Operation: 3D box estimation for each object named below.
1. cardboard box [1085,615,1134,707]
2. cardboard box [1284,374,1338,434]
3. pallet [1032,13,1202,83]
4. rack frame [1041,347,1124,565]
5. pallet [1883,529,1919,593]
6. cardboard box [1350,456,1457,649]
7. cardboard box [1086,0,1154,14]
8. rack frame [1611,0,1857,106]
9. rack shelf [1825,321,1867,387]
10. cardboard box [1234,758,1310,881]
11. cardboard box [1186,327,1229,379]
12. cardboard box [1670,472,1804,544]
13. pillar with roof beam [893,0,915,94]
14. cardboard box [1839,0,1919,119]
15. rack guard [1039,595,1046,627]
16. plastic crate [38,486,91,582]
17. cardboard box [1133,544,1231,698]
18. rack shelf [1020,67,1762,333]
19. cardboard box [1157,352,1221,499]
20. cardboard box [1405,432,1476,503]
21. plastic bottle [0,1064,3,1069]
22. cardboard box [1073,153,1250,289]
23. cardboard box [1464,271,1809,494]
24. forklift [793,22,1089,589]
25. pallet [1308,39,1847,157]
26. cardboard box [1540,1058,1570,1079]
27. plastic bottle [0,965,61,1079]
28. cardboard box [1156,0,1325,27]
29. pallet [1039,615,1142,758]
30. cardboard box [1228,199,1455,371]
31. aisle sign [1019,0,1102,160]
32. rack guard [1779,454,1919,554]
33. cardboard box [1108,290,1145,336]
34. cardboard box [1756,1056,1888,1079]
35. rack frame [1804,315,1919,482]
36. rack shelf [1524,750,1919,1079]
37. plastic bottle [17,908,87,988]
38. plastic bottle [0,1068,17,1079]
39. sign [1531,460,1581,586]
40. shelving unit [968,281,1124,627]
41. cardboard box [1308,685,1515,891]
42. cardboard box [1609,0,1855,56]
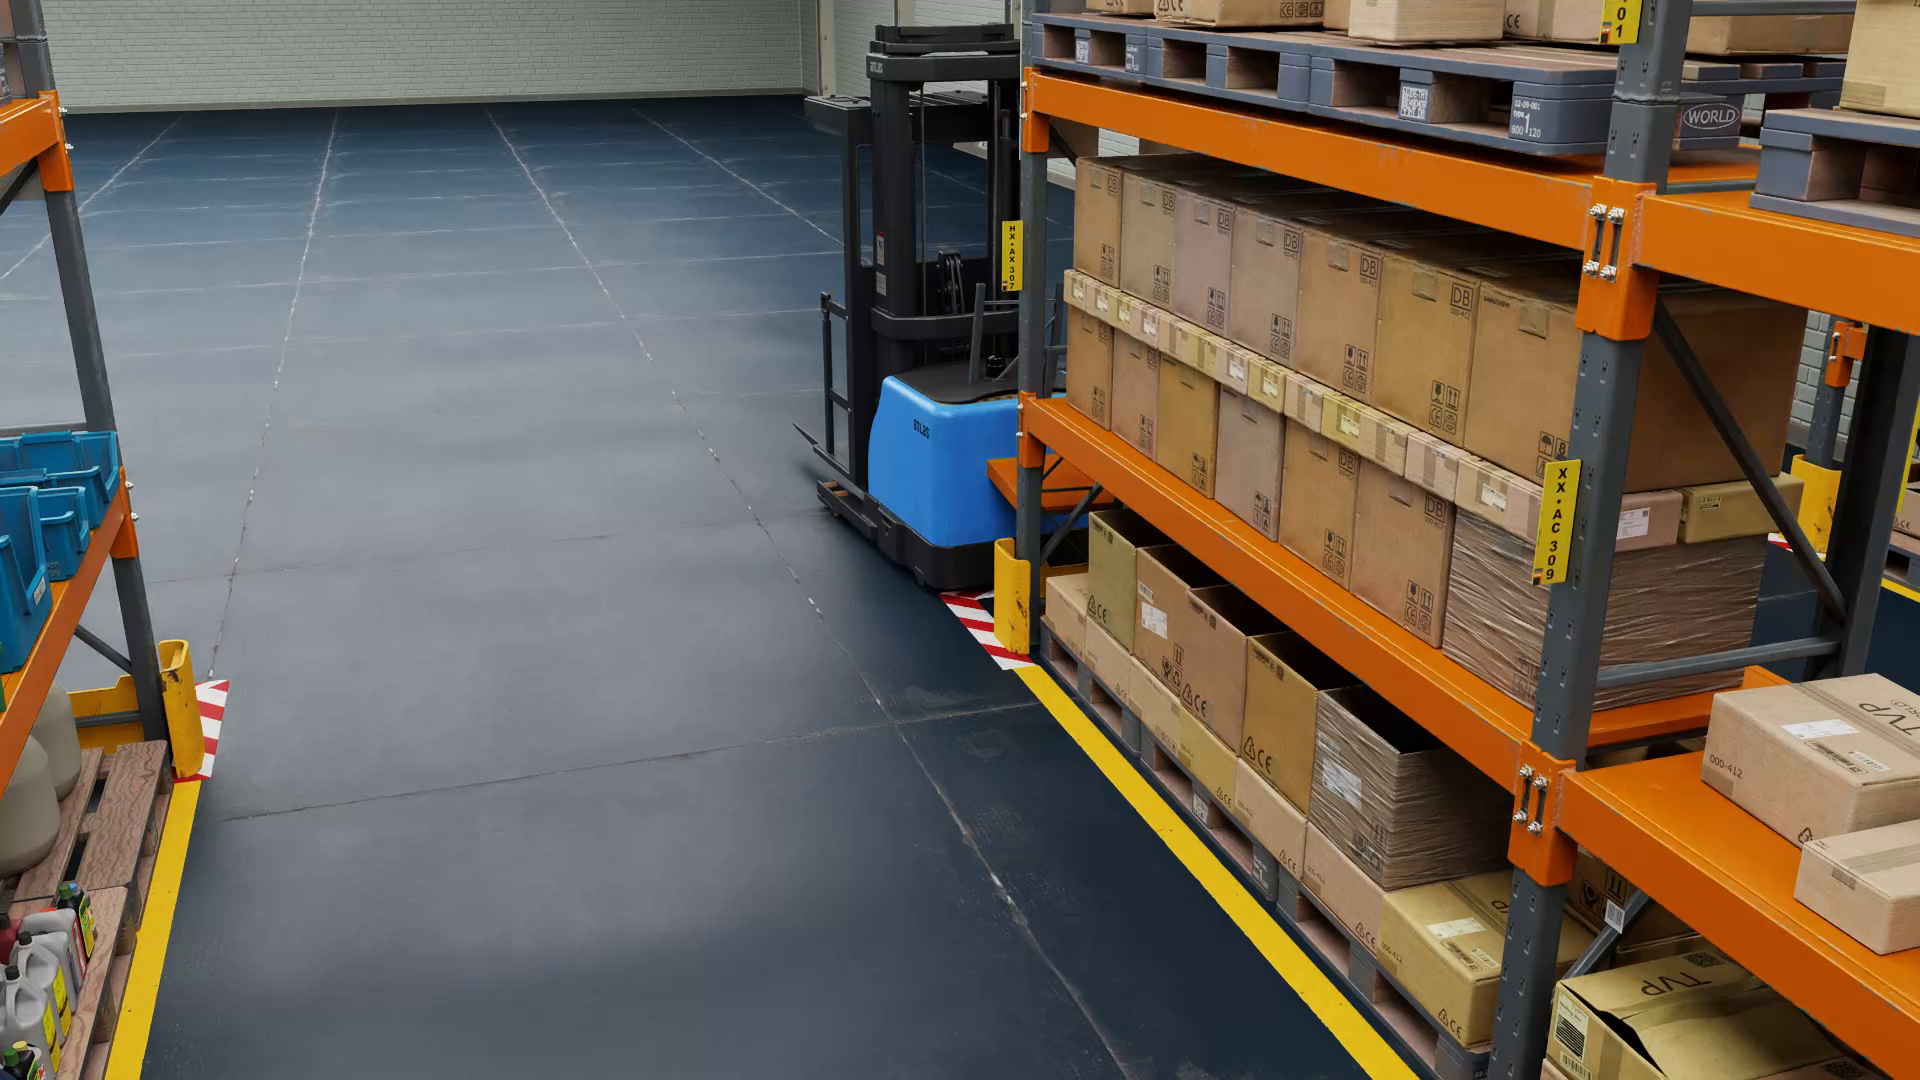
[{"bbox_3d":[0.892,0.511,7.501,0.500,0.250,0.500,-6,21,-17],"label":"cardboard box"},{"bbox_3d":[1.345,-0.482,5.712,0.380,0.149,0.250,-6,21,-16],"label":"cardboard box"},{"bbox_3d":[0.972,-2.081,6.967,1.003,0.211,1.213,-6,21,-17],"label":"pallet"},{"bbox_3d":[0.594,-0.253,8.307,0.500,1.500,0.032,-4,27,-19],"label":"rack frame"},{"bbox_3d":[5.721,0.133,9.234,1.003,0.211,1.213,-6,21,-17],"label":"pallet"},{"bbox_3d":[1.714,-0.014,5.371,0.700,0.500,0.500,-7,21,-18],"label":"cardboard box"},{"bbox_3d":[0.951,-2.480,6.964,0.797,0.503,0.637,-5,20,-13],"label":"cardboard box"},{"bbox_3d":[2.031,-2.480,3.510,1.000,3.000,0.127,-6,21,-17],"label":"rack frame"},{"bbox_3d":[6.104,-0.488,7.902,1.077,0.370,4.000,-6,21,-17],"label":"rack shelf"},{"bbox_3d":[1.359,0.993,6.160,0.500,0.250,0.500,-6,21,-17],"label":"cardboard box"},{"bbox_3d":[1.100,-0.731,6.407,0.380,0.149,0.250,-7,21,-18],"label":"cardboard box"},{"bbox_3d":[2.131,-0.116,4.695,0.380,0.149,0.250,-6,21,-17],"label":"cardboard box"},{"bbox_3d":[-5.113,-11.403,28.352,9.100,9.000,0.400,-6,21,-17],"label":"pillar with roof beam"},{"bbox_3d":[2.216,-0.997,3.418,0.500,0.250,0.500,-4,20,-12],"label":"cardboard box"},{"bbox_3d":[0.546,0.308,8.577,0.587,0.250,0.087,-4,27,-19],"label":"rack guard"},{"bbox_3d":[-3.289,-0.008,5.721,0.499,0.251,0.408,-6,21,-17],"label":"plastic crate"},{"bbox_3d":[1.060,0.318,6.931,0.500,0.500,0.500,-6,21,-17],"label":"cardboard box"},{"bbox_3d":[1.403,-1.372,5.926,1.077,0.370,4.000,-6,21,-17],"label":"rack shelf"},{"bbox_3d":[1.229,-0.509,6.747,0.700,0.500,0.500,-6,21,-17],"label":"cardboard box"},{"bbox_3d":[1.582,-0.237,5.032,0.380,0.149,0.250,-7,21,-19],"label":"cardboard box"},{"bbox_3d":[-2.673,1.538,4.582,0.097,0.271,0.097,0,20,0],"label":"plastic bottle"},{"bbox_3d":[0.925,-1.430,7.394,0.700,0.500,0.500,-6,21,-17],"label":"cardboard box"},{"bbox_3d":[1.886,-0.456,4.683,0.700,0.500,0.500,-6,21,-17],"label":"cardboard box"},{"bbox_3d":[-0.250,-1.573,9.960,1.130,2.935,3.031,-8,21,-22],"label":"forklift"},{"bbox_3d":[1.739,-1.298,4.787,1.003,0.211,1.213,-6,21,-17],"label":"pallet"},{"bbox_3d":[1.923,1.595,4.485,0.500,0.250,0.500,-7,21,-19],"label":"cardboard box"},{"bbox_3d":[-2.725,1.408,4.828,0.144,0.351,0.185,-7,21,-18],"label":"plastic bottle"},{"bbox_3d":[1.037,-2.101,5.915,0.500,0.500,0.500,-6,21,-17],"label":"cardboard box"},{"bbox_3d":[1.054,0.613,7.899,1.003,0.211,1.213,-6,21,-17],"label":"pallet"},{"bbox_3d":[1.413,-0.940,6.028,0.700,0.500,0.500,-6,21,-17],"label":"cardboard box"},{"bbox_3d":[0.463,-2.153,7.627,0.394,0.787,0.004,-6,21,-17],"label":"aisle sign"},{"bbox_3d":[5.499,-0.267,9.922,1.175,0.500,0.348,-6,21,-17],"label":"rack guard"},{"bbox_3d":[0.856,-0.980,7.099,0.380,0.149,0.250,-6,21,-17],"label":"cardboard box"},{"bbox_3d":[2.077,1.496,3.932,0.500,0.311,0.500,-7,21,-18],"label":"cardboard box"},{"bbox_3d":[5.476,-1.468,9.567,1.000,3.000,0.127,-6,21,-17],"label":"rack frame"},{"bbox_3d":[2.660,1.323,2.859,1.077,0.370,4.000,-6,21,-17],"label":"rack shelf"},{"bbox_3d":[-2.883,1.286,5.278,0.152,0.276,0.135,-6,21,-17],"label":"plastic bottle"},{"bbox_3d":[-2.591,1.544,4.449,0.144,0.351,0.185,-7,21,-19],"label":"plastic bottle"},{"bbox_3d":[1.505,-0.042,4.199,0.100,0.325,0.005,-6,21,-17],"label":"sign"},{"bbox_3d":[0.435,-0.468,8.729,0.587,1.500,1.083,-4,27,-19],"label":"shelving unit"},{"bbox_3d":[1.532,0.799,5.591,0.500,0.500,0.500,-6,21,-17],"label":"cardboard box"},{"bbox_3d":[2.123,-1.569,4.434,0.500,0.500,0.500,-5,20,-13],"label":"cardboard box"}]
